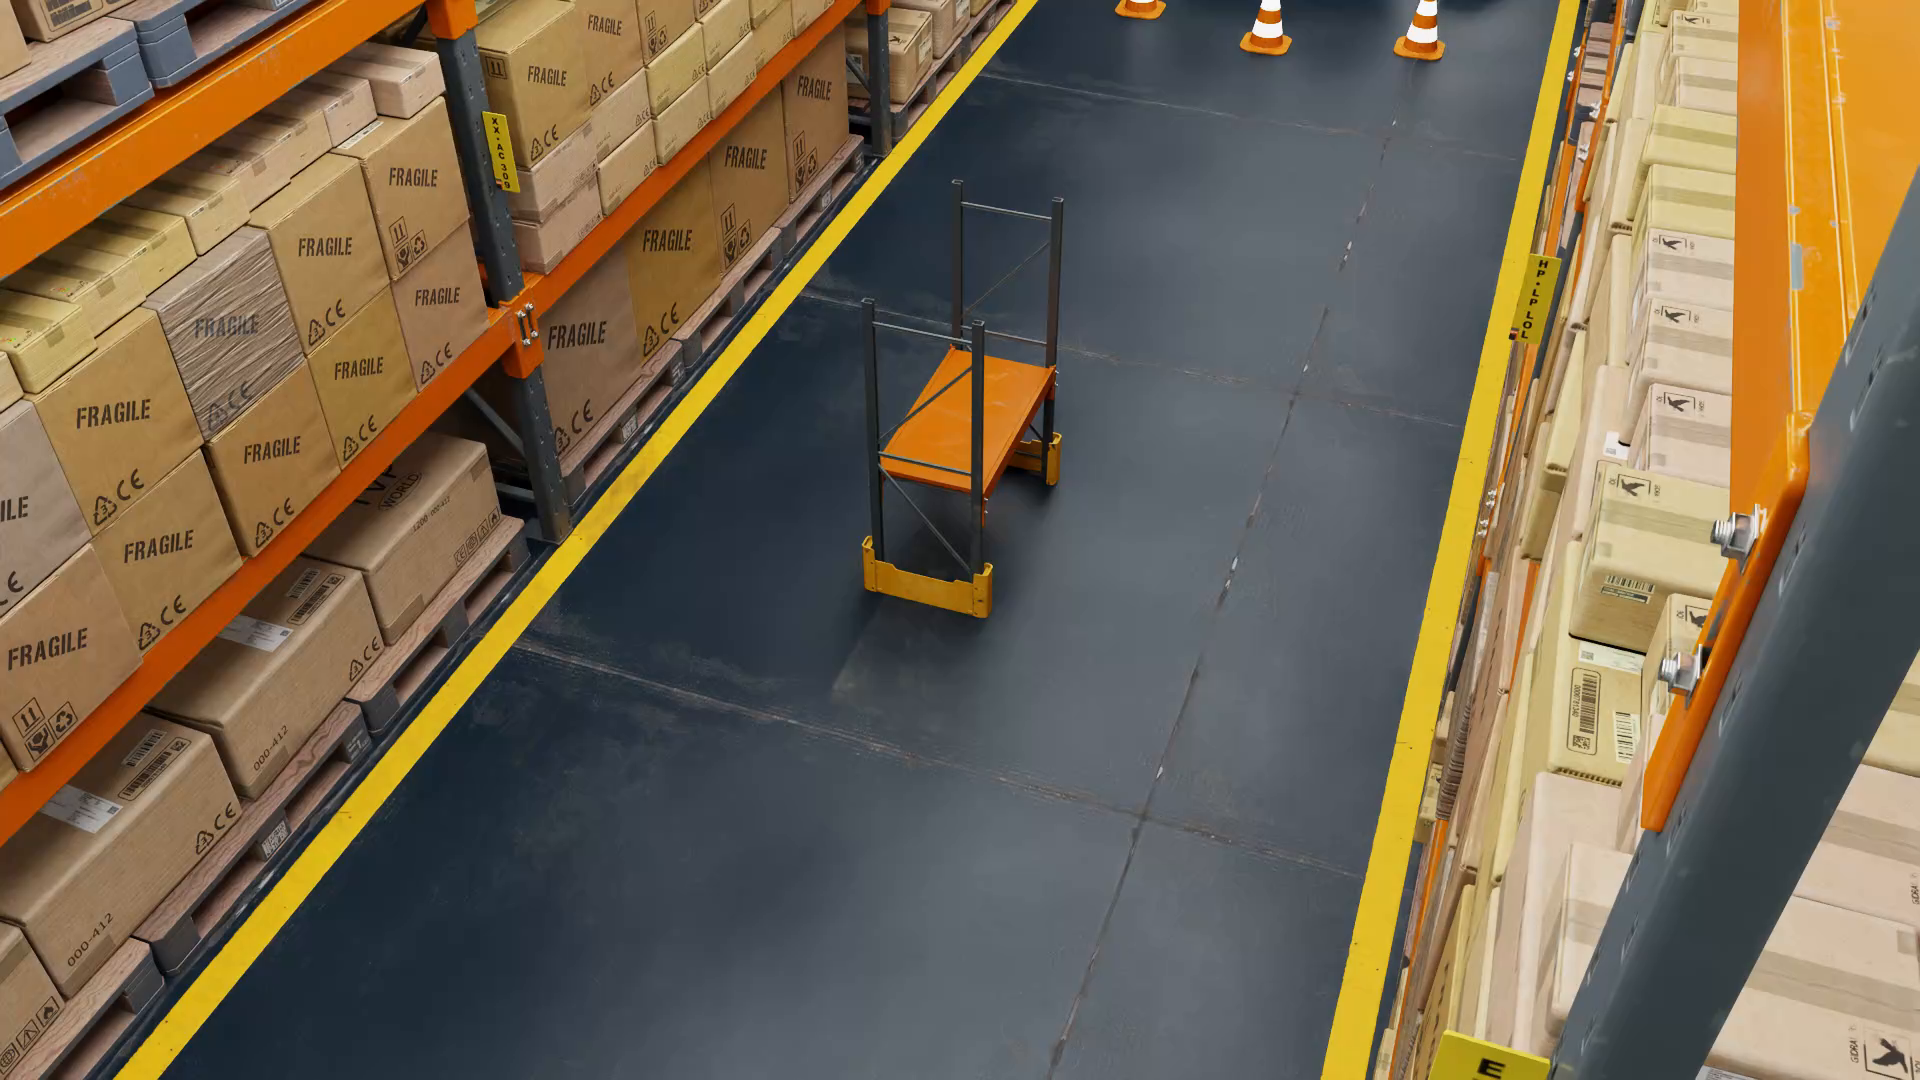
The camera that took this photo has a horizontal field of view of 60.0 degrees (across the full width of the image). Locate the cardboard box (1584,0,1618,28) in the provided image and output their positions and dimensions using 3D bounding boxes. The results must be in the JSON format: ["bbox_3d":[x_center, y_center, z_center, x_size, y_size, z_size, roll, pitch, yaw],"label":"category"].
[{"bbox_3d":[3.664,-3.032,8.870,0.500,0.500,0.500,13,42,15],"label":"cardboard box"}]

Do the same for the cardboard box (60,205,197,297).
[{"bbox_3d":[-2.594,-0.898,5.098,0.380,0.149,0.250,12,42,14],"label":"cardboard box"}]

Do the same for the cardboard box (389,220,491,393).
[{"bbox_3d":[-2.210,-0.956,6.436,0.500,0.500,0.500,14,42,15],"label":"cardboard box"}]

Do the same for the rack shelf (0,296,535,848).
[{"bbox_3d":[-2.976,0.236,5.670,1.077,0.370,4.000,13,42,15],"label":"rack shelf"}]

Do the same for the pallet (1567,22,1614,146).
[{"bbox_3d":[3.619,-2.129,8.035,1.213,0.211,1.003,13,42,15],"label":"pallet"}]

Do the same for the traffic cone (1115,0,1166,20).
[{"bbox_3d":[1.336,-4.104,12.158,0.336,0.463,0.334,13,42,15],"label":"traffic cone"}]

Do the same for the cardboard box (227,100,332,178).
[{"bbox_3d":[-2.385,-1.377,5.660,0.380,0.149,0.250,13,42,15],"label":"cardboard box"}]

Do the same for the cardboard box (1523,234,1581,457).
[{"bbox_3d":[2.011,-0.531,4.938,0.500,0.500,0.500,14,43,16],"label":"cardboard box"}]

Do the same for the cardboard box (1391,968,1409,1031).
[{"bbox_3d":[1.561,1.539,5.233,0.380,0.149,0.250,13,42,15],"label":"cardboard box"}]

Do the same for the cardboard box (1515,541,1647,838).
[{"bbox_3d":[1.119,0.296,2.465,0.500,0.250,0.500,12,42,14],"label":"cardboard box"}]

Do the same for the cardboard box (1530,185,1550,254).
[{"bbox_3d":[3.281,-1.494,8.746,0.500,0.500,0.500,12,42,13],"label":"cardboard box"}]

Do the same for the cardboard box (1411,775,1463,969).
[{"bbox_3d":[1.464,0.811,4.136,0.500,0.500,0.500,15,43,17],"label":"cardboard box"}]

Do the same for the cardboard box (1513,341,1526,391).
[{"bbox_3d":[2.767,-0.861,7.426,0.500,0.250,0.500,12,42,13],"label":"cardboard box"}]

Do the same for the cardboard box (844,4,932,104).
[{"bbox_3d":[-0.721,-3.199,10.843,0.950,0.372,0.625,11,42,12],"label":"cardboard box"}]

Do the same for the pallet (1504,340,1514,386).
[{"bbox_3d":[3.494,-1.123,8.857,1.003,0.211,1.213,13,42,15],"label":"pallet"}]

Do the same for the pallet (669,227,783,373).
[{"bbox_3d":[-1.683,-1.430,9.217,1.003,0.211,1.213,13,42,15],"label":"pallet"}]

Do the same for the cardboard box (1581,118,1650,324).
[{"bbox_3d":[1.645,-0.647,3.571,0.500,0.250,0.500,14,42,16],"label":"cardboard box"}]

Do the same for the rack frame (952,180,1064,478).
[{"bbox_3d":[0.203,-0.933,7.641,0.500,1.500,0.032,13,42,15],"label":"rack frame"}]

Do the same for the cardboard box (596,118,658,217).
[{"bbox_3d":[-1.718,-1.726,7.531,0.500,0.250,0.500,12,42,14],"label":"cardboard box"}]

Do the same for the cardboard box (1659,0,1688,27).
[{"bbox_3d":[1.943,-1.364,4.103,0.380,0.149,0.250,12,42,13],"label":"cardboard box"}]

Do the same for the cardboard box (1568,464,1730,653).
[{"bbox_3d":[1.116,0.055,2.440,0.380,0.149,0.250,14,42,16],"label":"cardboard box"}]

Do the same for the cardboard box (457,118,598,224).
[{"bbox_3d":[-1.876,-1.596,6.994,0.500,0.250,0.500,12,42,14],"label":"cardboard box"}]

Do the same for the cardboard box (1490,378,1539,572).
[{"bbox_3d":[1.988,-0.125,5.233,0.500,0.500,0.500,13,42,14],"label":"cardboard box"}]

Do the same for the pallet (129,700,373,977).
[{"bbox_3d":[-3.041,0.997,6.373,1.003,0.211,1.213,13,42,15],"label":"pallet"}]

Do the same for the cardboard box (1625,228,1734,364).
[{"bbox_3d":[1.411,-0.408,2.983,0.380,0.149,0.250,12,42,14],"label":"cardboard box"}]

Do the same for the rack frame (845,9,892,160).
[{"bbox_3d":[-0.924,-3.697,9.726,1.000,3.000,0.127,13,42,15],"label":"rack frame"}]

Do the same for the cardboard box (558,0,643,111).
[{"bbox_3d":[-1.723,-2.197,7.120,0.500,0.500,0.500,13,42,15],"label":"cardboard box"}]

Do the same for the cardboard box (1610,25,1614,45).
[{"bbox_3d":[3.420,-2.496,8.188,0.380,0.149,0.250,13,42,14],"label":"cardboard box"}]

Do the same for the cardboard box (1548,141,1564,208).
[{"bbox_3d":[3.299,-1.787,8.512,0.500,0.250,0.500,11,42,13],"label":"cardboard box"}]

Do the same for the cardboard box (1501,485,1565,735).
[{"bbox_3d":[1.283,0.187,2.978,0.500,0.250,0.500,15,43,17],"label":"cardboard box"}]

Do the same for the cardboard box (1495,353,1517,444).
[{"bbox_3d":[2.766,-0.561,7.652,0.500,0.500,0.500,12,42,14],"label":"cardboard box"}]

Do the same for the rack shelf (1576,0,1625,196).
[{"bbox_3d":[3.078,-2.307,6.340,1.077,0.370,4.000,13,42,15],"label":"rack shelf"}]

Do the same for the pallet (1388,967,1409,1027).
[{"bbox_3d":[1.783,2.005,5.191,1.003,0.211,1.213,13,42,15],"label":"pallet"}]

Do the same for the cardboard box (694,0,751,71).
[{"bbox_3d":[-1.356,-2.531,8.090,0.500,0.250,0.500,12,42,14],"label":"cardboard box"}]

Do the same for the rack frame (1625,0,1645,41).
[{"bbox_3d":[2.395,-2.502,3.703,1.000,3.000,0.127,13,42,15],"label":"rack frame"}]

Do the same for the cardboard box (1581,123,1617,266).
[{"bbox_3d":[1.826,-0.773,4.103,0.500,0.250,0.500,13,42,14],"label":"cardboard box"}]

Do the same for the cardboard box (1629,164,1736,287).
[{"bbox_3d":[1.496,-0.569,3.171,0.380,0.149,0.250,12,42,14],"label":"cardboard box"}]

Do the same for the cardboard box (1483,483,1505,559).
[{"bbox_3d":[1.990,-0.024,5.615,0.380,0.149,0.250,15,43,17],"label":"cardboard box"}]

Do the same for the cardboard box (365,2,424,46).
[{"bbox_3d":[-2.375,-2.004,6.894,0.500,0.500,0.500,15,43,16],"label":"cardboard box"}]

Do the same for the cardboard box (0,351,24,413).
[{"bbox_3d":[-2.820,-0.426,4.544,0.380,0.149,0.250,14,42,15],"label":"cardboard box"}]

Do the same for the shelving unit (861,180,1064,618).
[{"bbox_3d":[0.026,-0.617,7.271,0.587,1.500,1.083,13,42,15],"label":"shelving unit"}]

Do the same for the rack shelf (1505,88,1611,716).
[{"bbox_3d":[1.711,0.132,3.481,1.077,0.370,4.000,13,42,15],"label":"rack shelf"}]

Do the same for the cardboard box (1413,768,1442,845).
[{"bbox_3d":[1.877,1.018,6.073,0.380,0.149,0.250,14,43,16],"label":"cardboard box"}]

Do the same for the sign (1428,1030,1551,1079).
[{"bbox_3d":[0.512,0.606,1.689,0.100,0.325,0.005,13,42,15],"label":"sign"}]

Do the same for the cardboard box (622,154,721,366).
[{"bbox_3d":[-1.853,-1.557,8.531,0.875,0.875,0.875,14,43,16],"label":"cardboard box"}]

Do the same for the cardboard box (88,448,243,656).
[{"bbox_3d":[-2.732,-0.015,5.333,0.500,0.500,0.500,15,43,17],"label":"cardboard box"}]

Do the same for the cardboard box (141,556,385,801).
[{"bbox_3d":[-2.913,0.463,6.500,0.875,0.438,0.875,12,42,14],"label":"cardboard box"}]

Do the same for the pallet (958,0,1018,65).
[{"bbox_3d":[-0.236,-3.854,12.058,1.003,0.211,1.213,13,42,15],"label":"pallet"}]

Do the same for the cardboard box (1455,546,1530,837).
[{"bbox_3d":[1.470,0.402,3.845,0.500,0.500,0.500,12,42,14],"label":"cardboard box"}]

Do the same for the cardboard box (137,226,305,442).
[{"bbox_3d":[-2.540,-0.706,5.373,0.500,0.500,0.500,14,42,16],"label":"cardboard box"}]

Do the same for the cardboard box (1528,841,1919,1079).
[{"bbox_3d":[0.864,0.526,1.889,0.380,0.149,0.250,13,42,15],"label":"cardboard box"}]

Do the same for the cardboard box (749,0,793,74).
[{"bbox_3d":[-1.200,-2.655,8.620,0.500,0.250,0.500,13,42,15],"label":"cardboard box"}]

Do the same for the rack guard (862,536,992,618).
[{"bbox_3d":[-0.144,0.162,7.321,0.587,0.250,0.087,13,42,15],"label":"rack guard"}]

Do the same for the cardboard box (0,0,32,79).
[{"bbox_3d":[-2.829,-1.391,4.234,0.500,0.500,0.500,14,42,16],"label":"cardboard box"}]

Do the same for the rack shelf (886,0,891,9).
[{"bbox_3d":[-0.240,-4.643,11.389,1.077,0.370,4.000,13,42,15],"label":"rack shelf"}]
